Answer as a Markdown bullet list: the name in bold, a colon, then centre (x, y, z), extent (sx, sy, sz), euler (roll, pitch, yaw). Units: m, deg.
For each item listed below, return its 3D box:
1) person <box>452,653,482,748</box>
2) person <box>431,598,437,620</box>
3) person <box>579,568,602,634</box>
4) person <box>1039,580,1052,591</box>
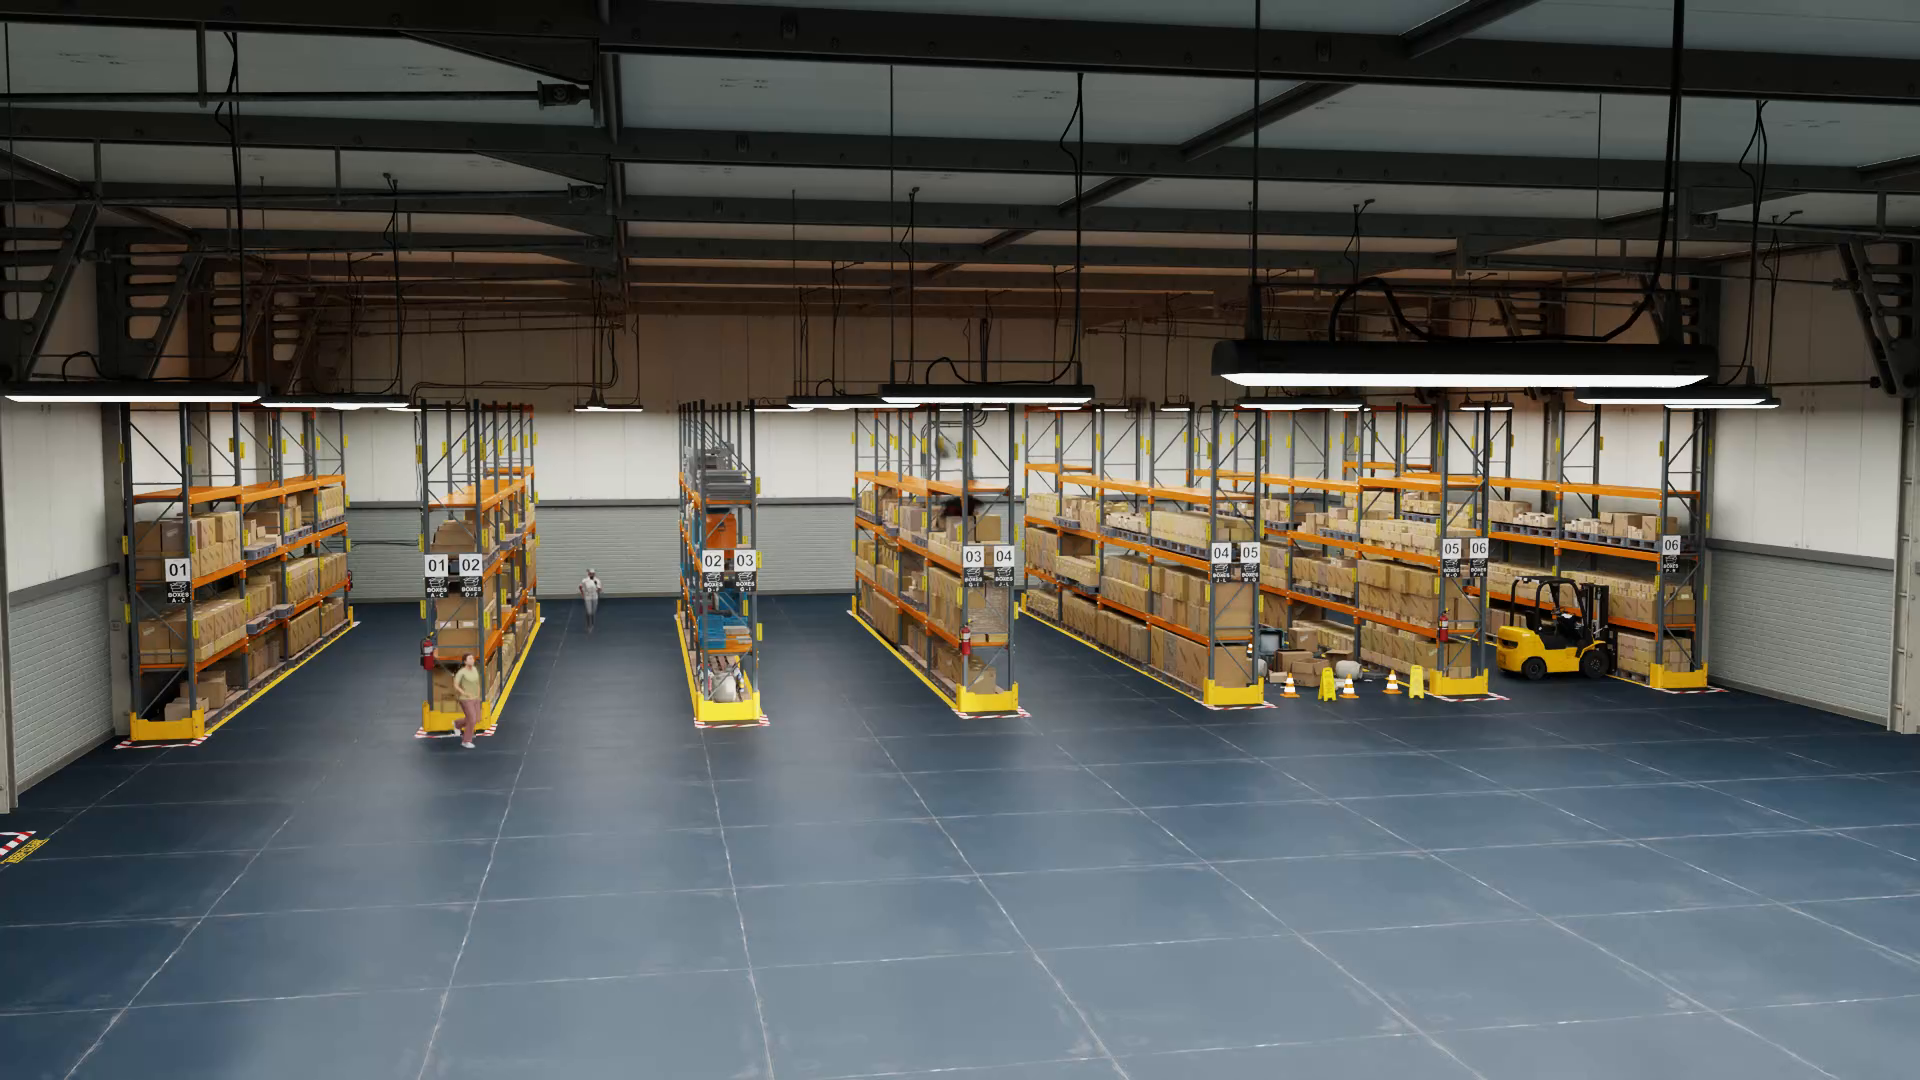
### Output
- **person**: centre (-8.535, 2.752, 28.734), extent (0.624, 1.649, 0.599), euler (2, 5, 28)
- **person**: centre (-12.825, 1.790, 41.286), extent (0.706, 1.731, 1.054), euler (-1, 4, -13)
- **person**: centre (-9.677, 1.603, 43.664), extent (0.553, 1.741, 0.745), euler (-2, 5, -24)
- **person**: centre (2.591, 1.126, 49.711), extent (0.485, 1.718, 0.711), euler (1, 4, 8)
